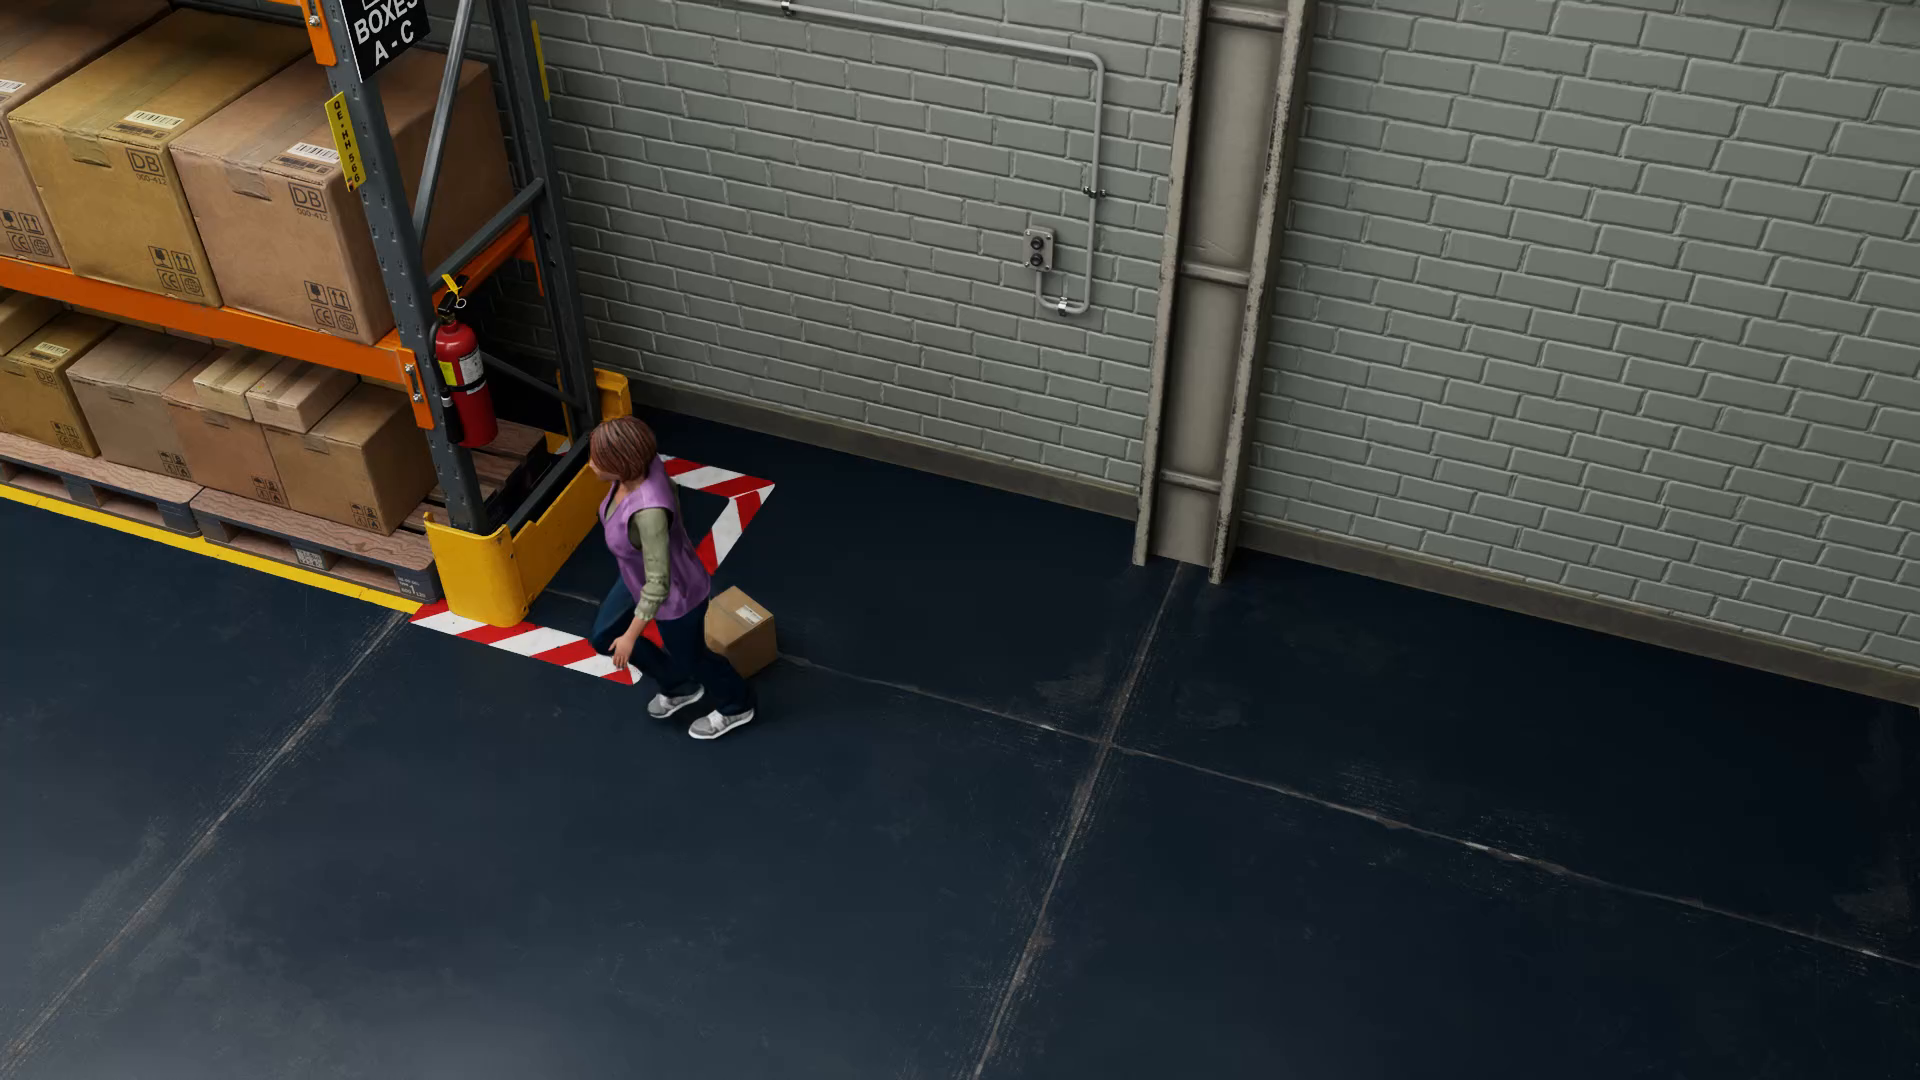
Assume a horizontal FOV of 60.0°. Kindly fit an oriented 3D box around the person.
[{"bbox_3d":[-1.057,0.175,5.979,0.568,1.569,0.540,-17,45,-18],"label":"person"}]
